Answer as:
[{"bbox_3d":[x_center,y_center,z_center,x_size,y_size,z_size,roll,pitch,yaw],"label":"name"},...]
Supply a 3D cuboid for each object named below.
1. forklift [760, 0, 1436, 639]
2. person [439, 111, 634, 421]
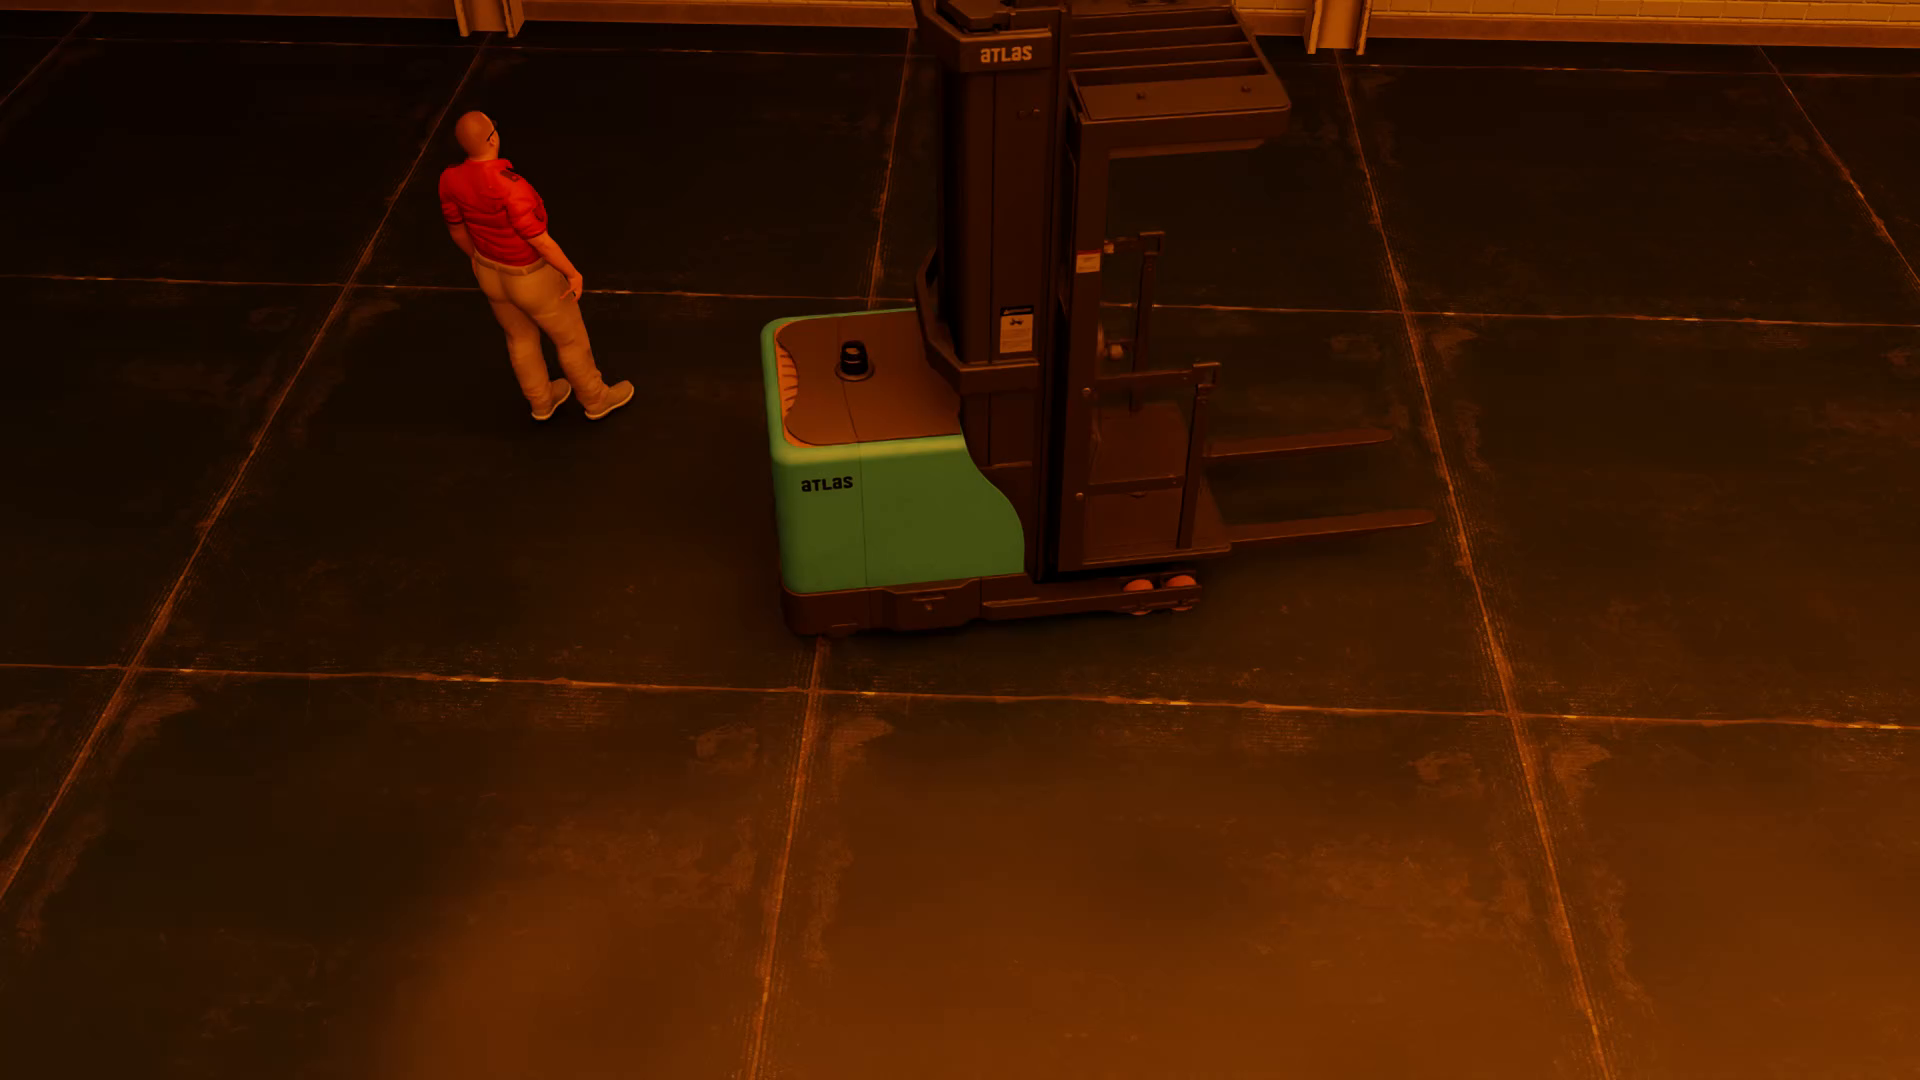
[{"bbox_3d":[0.659,-1.092,6.939,3.031,2.935,1.130,-5,43,-6],"label":"forklift"},{"bbox_3d":[-2.086,-1.340,8.091,0.635,1.726,0.552,16,45,17],"label":"person"}]
